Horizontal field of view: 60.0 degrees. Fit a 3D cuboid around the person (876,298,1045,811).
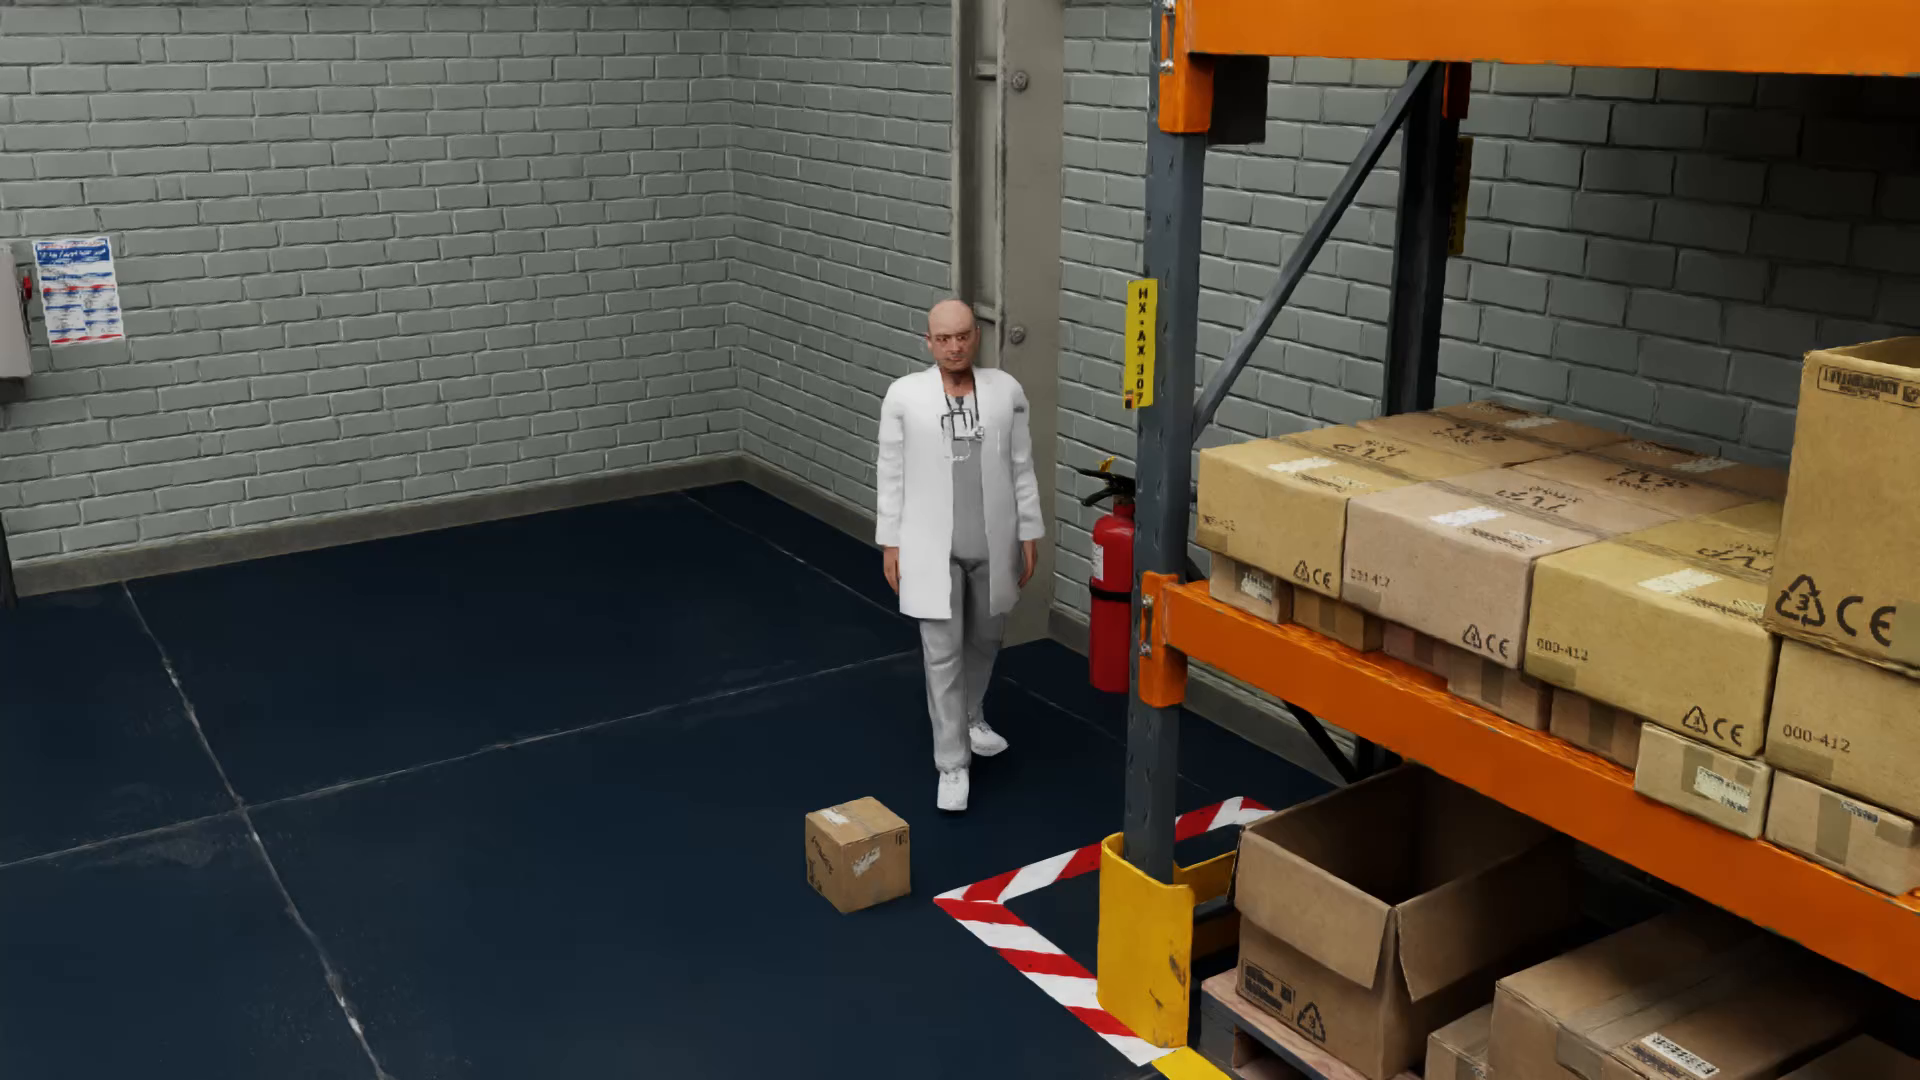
[{"bbox_3d":[0.014,0.022,5.980,0.605,1.775,0.751,-5,18,-14],"label":"person"}]
